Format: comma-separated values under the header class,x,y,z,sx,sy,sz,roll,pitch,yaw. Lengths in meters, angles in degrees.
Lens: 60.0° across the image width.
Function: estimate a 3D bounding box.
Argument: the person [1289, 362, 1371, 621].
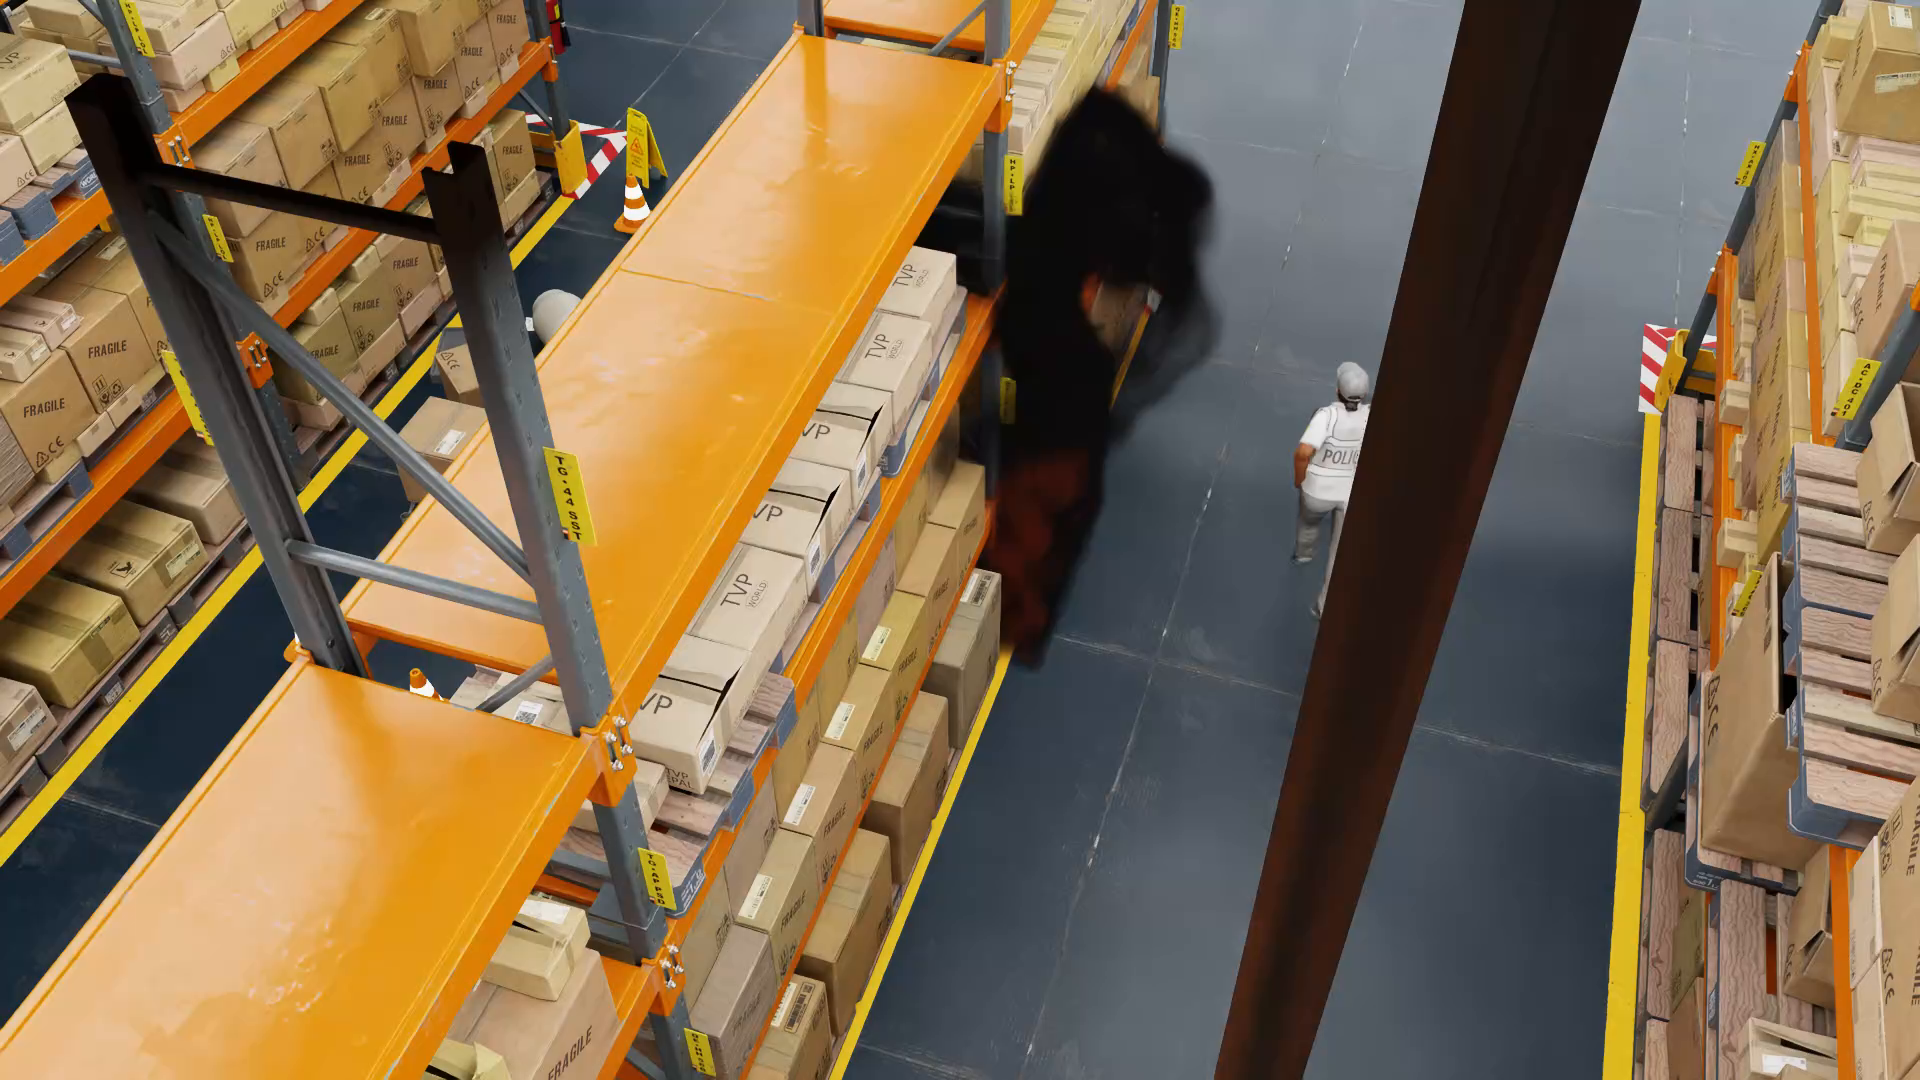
class,x,y,z,sx,sy,sz,roll,pitch,yaw
person,2.211,-0.240,9.861,0.609,1.768,0.831,4,46,3
